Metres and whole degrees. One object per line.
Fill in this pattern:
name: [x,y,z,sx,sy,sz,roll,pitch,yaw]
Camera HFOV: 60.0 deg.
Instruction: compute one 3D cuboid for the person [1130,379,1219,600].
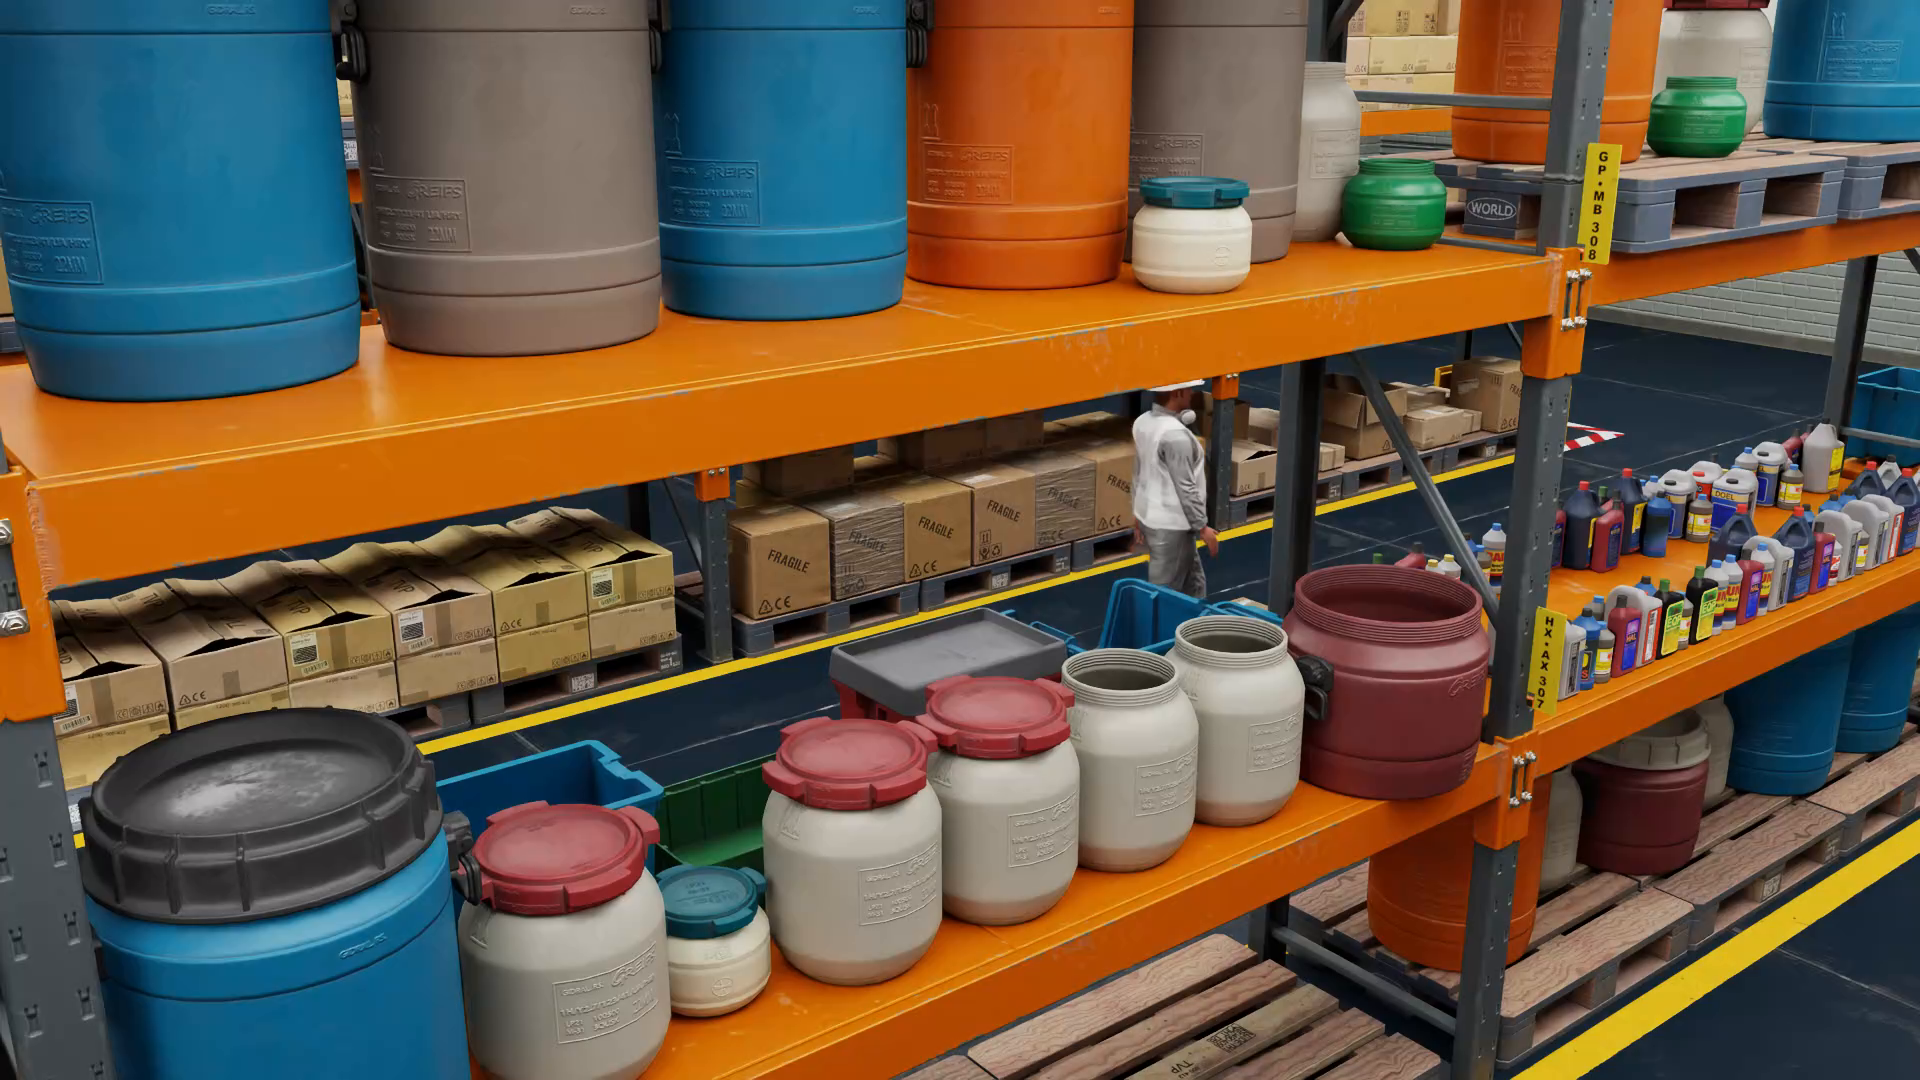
person: [1.175,-0.111,8.855,0.884,1.741,0.547,-3,18,-10]
